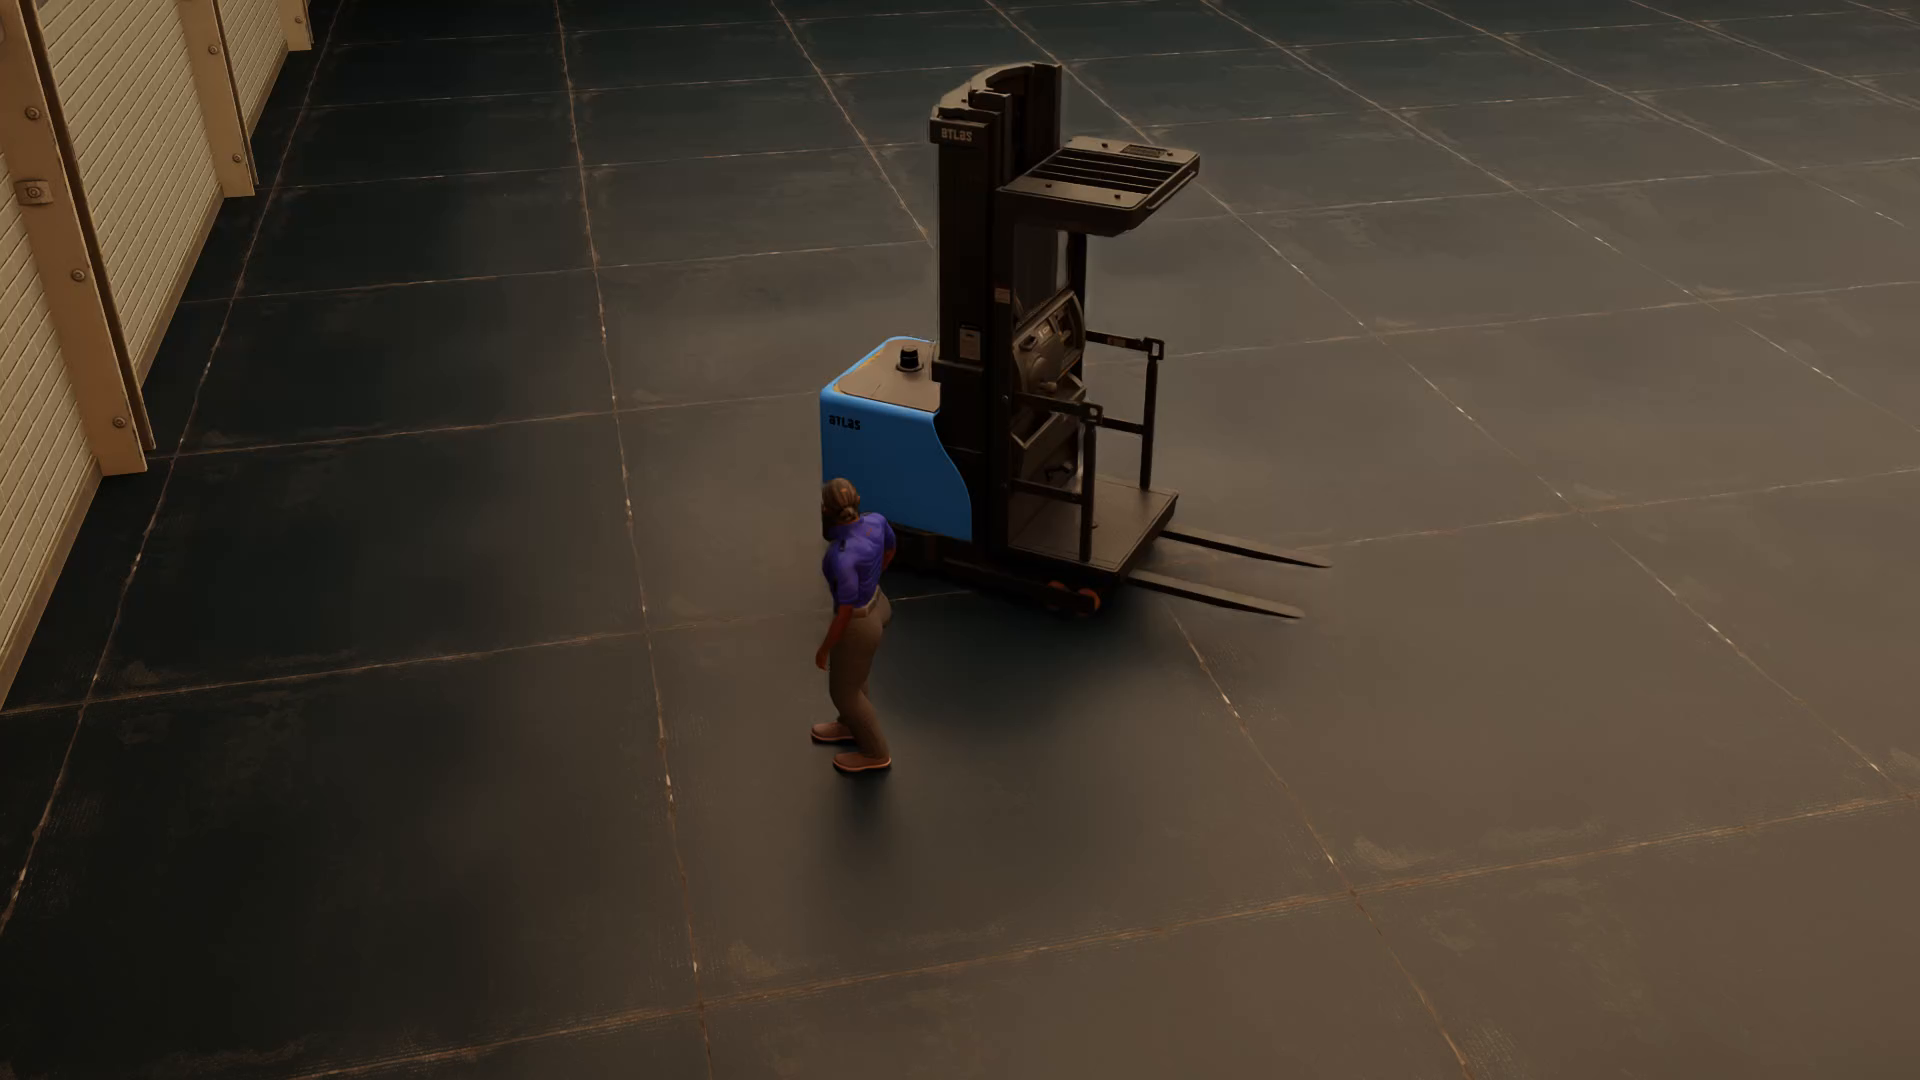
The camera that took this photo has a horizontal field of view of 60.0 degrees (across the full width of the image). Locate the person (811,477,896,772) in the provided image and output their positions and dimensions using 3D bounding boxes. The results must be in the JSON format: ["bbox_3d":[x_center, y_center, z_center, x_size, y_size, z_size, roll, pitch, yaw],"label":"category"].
[{"bbox_3d":[-0.577,0.401,8.171,0.474,1.644,0.658,6,31,11],"label":"person"}]

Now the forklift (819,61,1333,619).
[{"bbox_3d":[0.696,-1.121,9.511,3.031,2.935,1.130,14,33,22],"label":"forklift"}]
